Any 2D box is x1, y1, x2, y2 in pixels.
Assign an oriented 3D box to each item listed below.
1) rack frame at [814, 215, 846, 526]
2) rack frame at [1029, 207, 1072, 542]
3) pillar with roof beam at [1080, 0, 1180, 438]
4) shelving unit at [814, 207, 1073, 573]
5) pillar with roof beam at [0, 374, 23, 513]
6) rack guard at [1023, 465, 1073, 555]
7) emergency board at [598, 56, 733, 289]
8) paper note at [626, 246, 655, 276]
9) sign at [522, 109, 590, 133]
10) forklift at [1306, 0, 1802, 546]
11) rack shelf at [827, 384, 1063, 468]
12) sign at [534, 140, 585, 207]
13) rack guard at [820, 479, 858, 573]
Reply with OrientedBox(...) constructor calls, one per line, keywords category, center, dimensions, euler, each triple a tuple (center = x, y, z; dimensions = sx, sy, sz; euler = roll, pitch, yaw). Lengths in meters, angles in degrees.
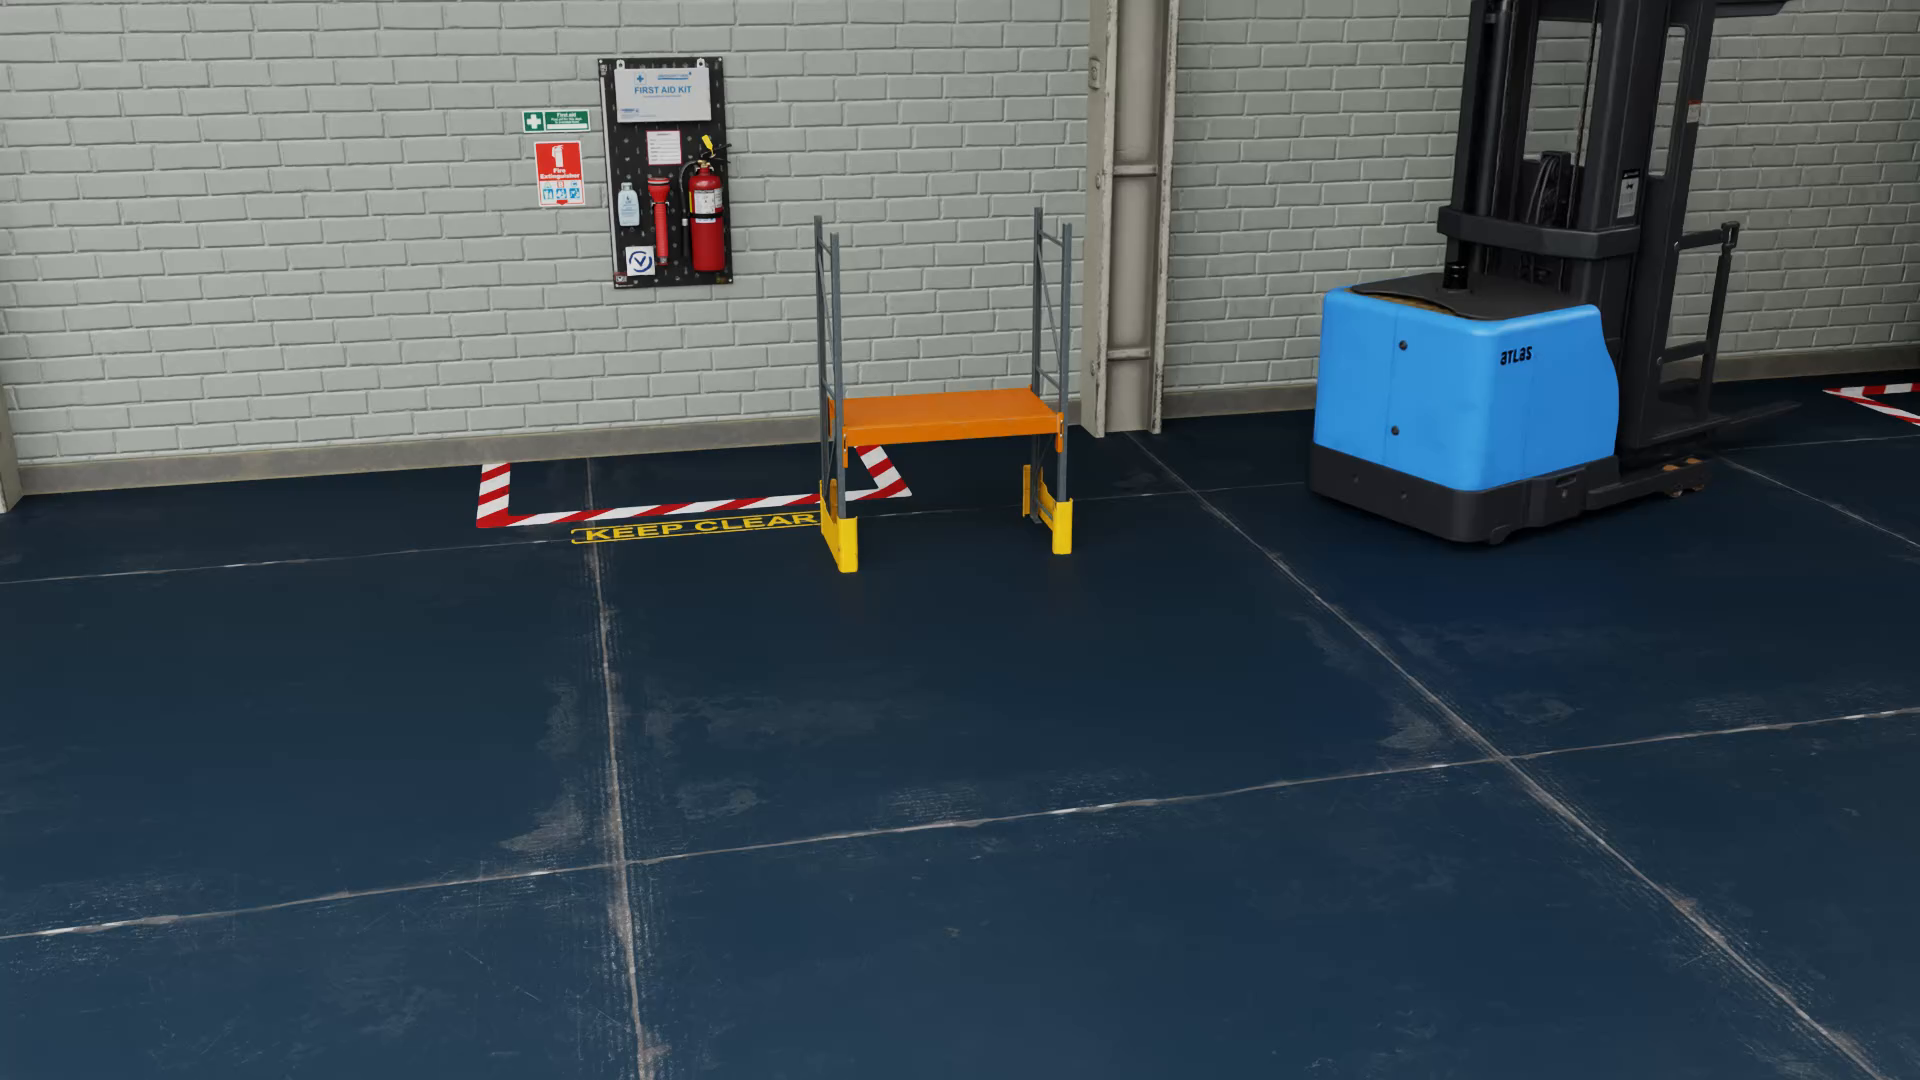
OrientedBox(category="rack frame", center=(-0.578, -0.657, 7.428), dimensions=(0.032, 1.500, 0.500), euler=(-5, 21, -12))
OrientedBox(category="rack frame", center=(0.412, -0.738, 7.648), dimensions=(0.032, 1.500, 0.500), euler=(-5, 21, -12))
OrientedBox(category="pillar with roof beam", center=(1.913, -3.430, 4.096), dimensions=(0.400, 9.000, 9.100), euler=(-5, 21, -12))
OrientedBox(category="shelving unit", center=(-0.074, -0.698, 7.540), dimensions=(1.083, 1.500, 0.587), euler=(-5, 21, -12))
OrientedBox(category="pillar with roof beam", center=(-3.926, -2.955, 2.799), dimensions=(0.400, 9.000, 9.100), euler=(-5, 21, -12))
OrientedBox(category="rack guard", center=(0.410, -0.151, 7.863), dimensions=(0.087, 0.250, 0.587), euler=(-5, 21, -12))
OrientedBox(category="emergency board", center=(-1.491, -1.871, 8.562), dimensions=(0.643, 1.169, 0.194), euler=(-5, 21, -12))
OrientedBox(category="paper note", center=(-1.680, -1.467, 8.739), dimensions=(0.142, 0.148, 0.016), euler=(-5, 21, -12))
OrientedBox(category="sign", center=(-2.047, -2.125, 8.433), dimensions=(0.331, 0.109, 0.001), euler=(-5, 21, -12))
OrientedBox(category="forklift", center=(3.239, -1.726, 8.264), dimensions=(3.031, 2.935, 1.130), euler=(-13, 24, -32))
OrientedBox(category="rack shelf", center=(-0.083, -0.529, 7.600), dimensions=(1.000, 0.185, 0.538), euler=(-5, 21, -12))
OrientedBox(category="sign", center=(-2.053, -1.879, 8.531), dimensions=(0.234, 0.329, 0.001), euler=(-5, 21, -12))
OrientedBox(category="rack guard", center=(-0.559, -0.072, 7.648), dimensions=(0.087, 0.250, 0.587), euler=(-5, 21, -12))
